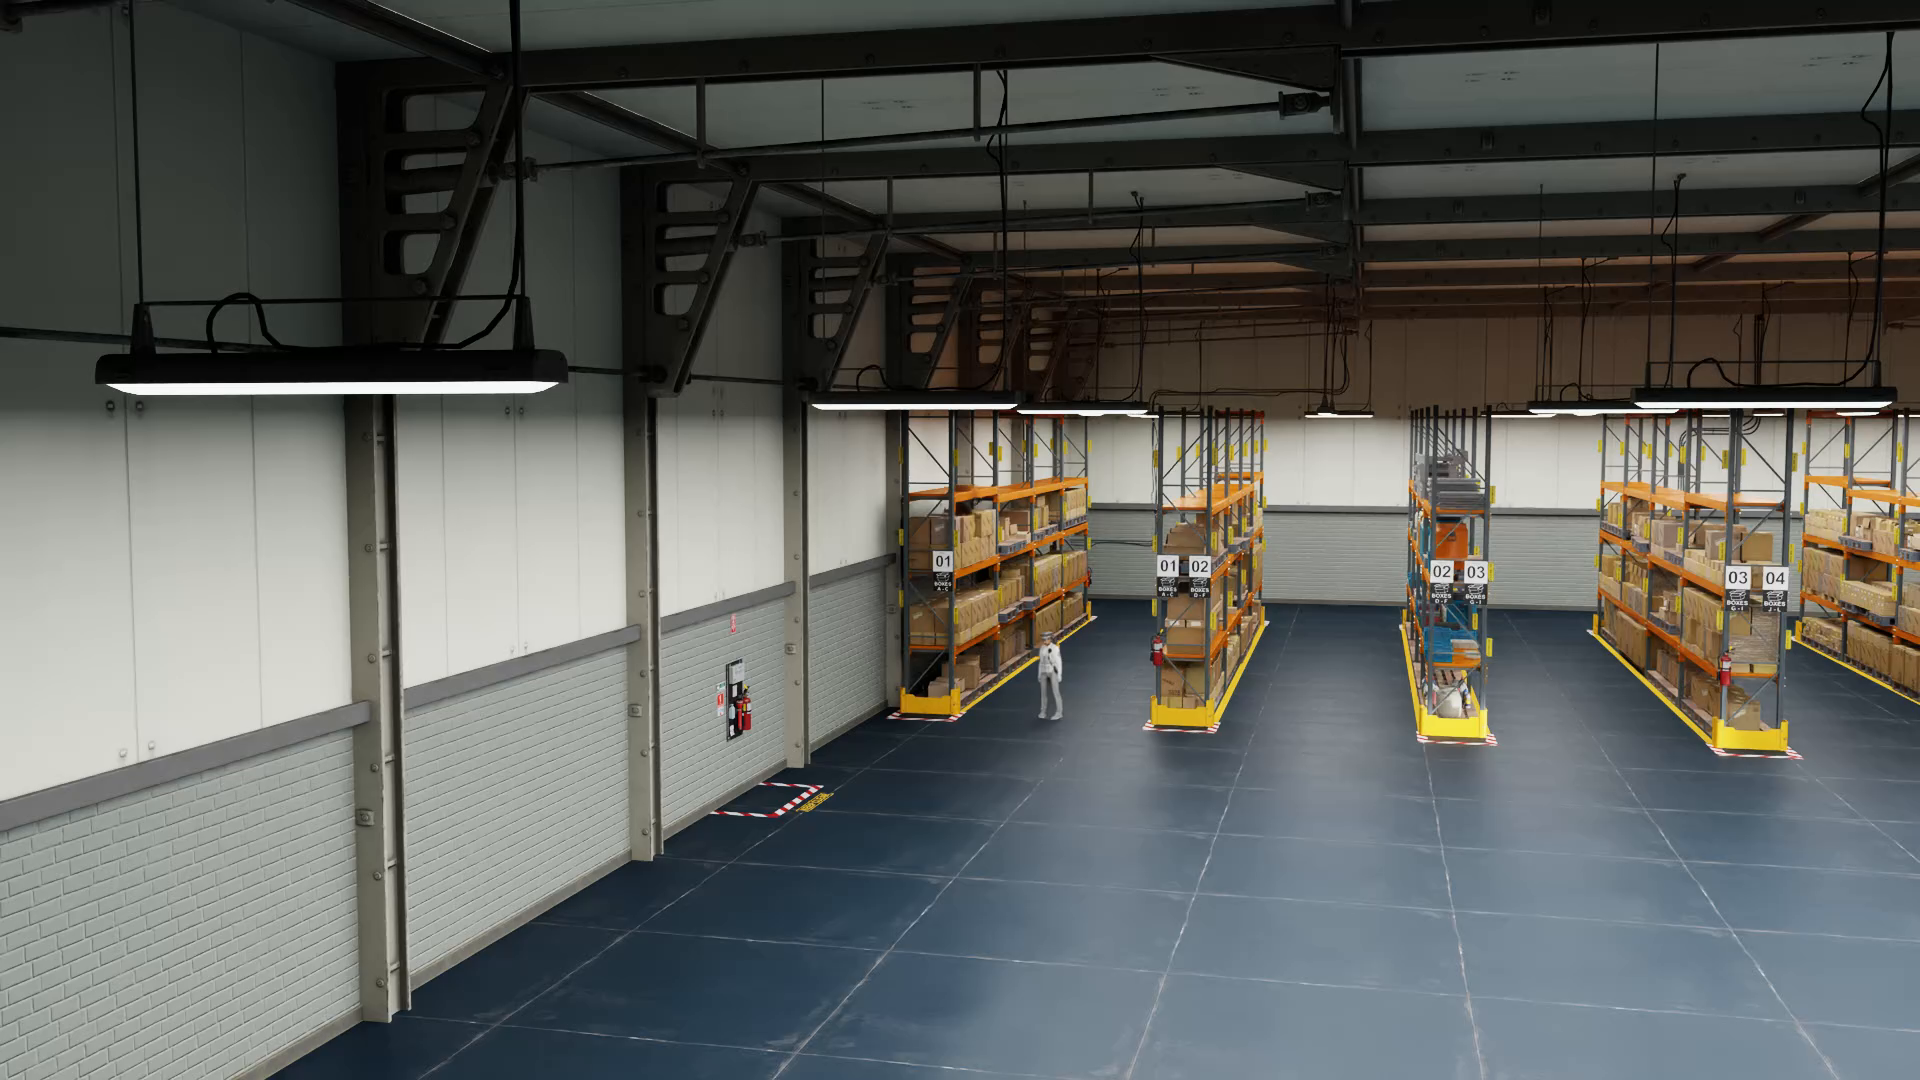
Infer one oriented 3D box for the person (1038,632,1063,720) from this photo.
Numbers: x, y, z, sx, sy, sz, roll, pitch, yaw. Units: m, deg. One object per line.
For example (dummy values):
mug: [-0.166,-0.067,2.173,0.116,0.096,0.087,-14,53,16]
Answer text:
person: [1.720,2.593,31.999,0.562,1.666,0.372,4,5,41]
